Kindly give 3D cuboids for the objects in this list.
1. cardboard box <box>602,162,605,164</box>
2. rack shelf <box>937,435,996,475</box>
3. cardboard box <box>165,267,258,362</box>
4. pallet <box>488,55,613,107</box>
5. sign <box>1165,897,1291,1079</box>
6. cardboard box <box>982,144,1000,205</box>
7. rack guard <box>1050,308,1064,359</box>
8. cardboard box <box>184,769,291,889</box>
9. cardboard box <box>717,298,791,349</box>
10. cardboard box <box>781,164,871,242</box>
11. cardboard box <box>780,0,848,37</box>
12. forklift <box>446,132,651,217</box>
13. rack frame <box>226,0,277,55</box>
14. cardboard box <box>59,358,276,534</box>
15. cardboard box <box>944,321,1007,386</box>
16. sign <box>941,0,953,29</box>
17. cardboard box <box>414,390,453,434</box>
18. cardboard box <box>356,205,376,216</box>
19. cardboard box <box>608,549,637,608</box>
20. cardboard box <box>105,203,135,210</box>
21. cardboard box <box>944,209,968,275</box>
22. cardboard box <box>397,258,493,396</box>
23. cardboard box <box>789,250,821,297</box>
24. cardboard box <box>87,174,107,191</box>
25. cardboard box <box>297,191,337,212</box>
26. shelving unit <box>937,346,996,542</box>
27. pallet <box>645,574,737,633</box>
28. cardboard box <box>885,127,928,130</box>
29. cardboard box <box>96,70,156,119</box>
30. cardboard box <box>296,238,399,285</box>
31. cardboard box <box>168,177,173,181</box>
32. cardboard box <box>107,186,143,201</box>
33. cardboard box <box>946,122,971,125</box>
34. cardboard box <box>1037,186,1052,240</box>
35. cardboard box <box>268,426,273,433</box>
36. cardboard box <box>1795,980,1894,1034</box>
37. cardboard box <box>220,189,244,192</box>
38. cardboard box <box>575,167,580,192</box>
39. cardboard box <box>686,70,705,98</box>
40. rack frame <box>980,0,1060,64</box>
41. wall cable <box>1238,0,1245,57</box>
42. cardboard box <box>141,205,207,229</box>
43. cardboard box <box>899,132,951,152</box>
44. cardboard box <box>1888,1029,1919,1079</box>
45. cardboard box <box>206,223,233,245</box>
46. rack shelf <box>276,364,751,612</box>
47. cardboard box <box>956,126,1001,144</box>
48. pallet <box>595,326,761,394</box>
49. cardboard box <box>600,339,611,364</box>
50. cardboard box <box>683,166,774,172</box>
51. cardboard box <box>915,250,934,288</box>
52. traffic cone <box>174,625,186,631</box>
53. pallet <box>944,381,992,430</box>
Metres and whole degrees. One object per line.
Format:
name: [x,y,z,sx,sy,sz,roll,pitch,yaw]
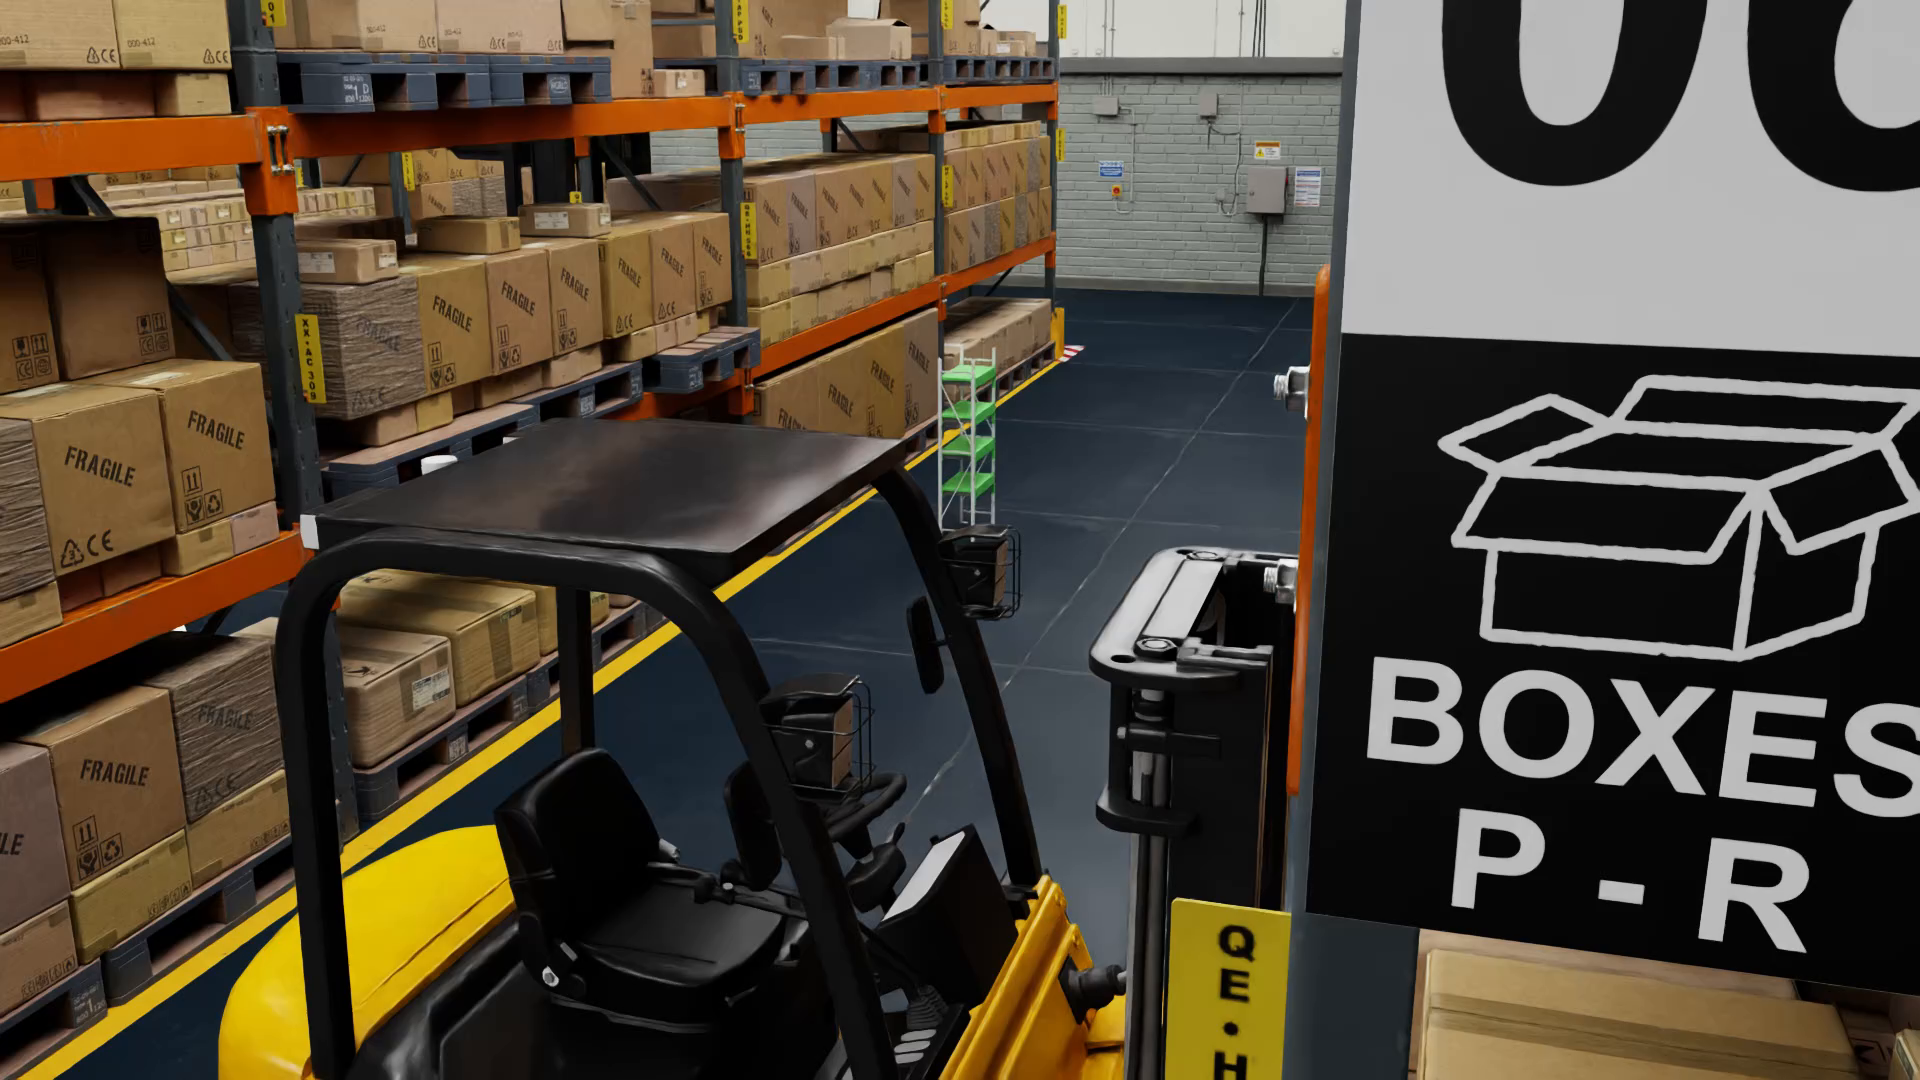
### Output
cardboard box: [-4.157,-4.316,17.990,0.500,0.500,0.500,4,16,15]
rack shelf: [0.047,-0.559,10.836,0.258,0.148,0.480,5,16,16]
cardboard box: [-2.990,-0.818,6.719,0.500,0.500,0.500,4,16,15]
pallet: [-2.332,-2.064,7.456,1.213,0.211,1.003,5,16,16]
sign: [0.206,0.427,1.270,0.100,0.325,0.005,5,16,16]
cardboard box: [0.046,-3.279,14.878,0.500,0.500,0.500,5,17,17]
rack guard: [0.516,-2.230,17.774,1.175,0.500,0.348,5,16,16]
cardboard box: [-2.811,1.010,6.041,0.500,0.250,0.500,5,17,18]
cardboard box: [-1.384,-1.369,10.435,0.500,0.250,0.500,4,16,15]
cardboard box: [-0.949,-2.368,11.667,0.500,0.500,0.500,5,17,17]
cardboard box: [-1.156,-3.864,12.507,0.500,0.500,0.500,4,16,15]
forklift: [-3.090,-2.017,12.570,3.031,2.935,1.130,11,19,34]
rack frame: [-2.901,-3.173,5.523,1.000,3.000,0.127,5,16,16]
cardboard box: [-2.789,-0.342,5.810,0.500,0.500,0.500,4,16,14]
cardboard box: [-0.092,-1.739,15.389,0.875,0.438,0.875,4,16,14]
sign: [-0.105,-4.183,13.059,0.100,0.325,0.005,5,16,16]
cardboard box: [-2.362,-0.552,6.970,0.380,0.149,0.250,5,17,17]
cardboard box: [-5.326,-2.842,14.497,0.380,0.149,0.250,5,17,18]
cardboard box: [-2.136,0.070,9.132,0.950,0.372,0.625,4,16,15]
cardboard box: [-6.545,-2.488,12.706,0.380,0.149,0.250,5,16,16]
cardboard box: [-0.243,-2.530,14.069,0.500,0.500,0.500,5,17,18]
cardboard box: [-2.351,-0.911,7.047,0.500,0.500,0.500,5,16,16]
cardboard box: [-1.236,-1.750,10.860,0.500,0.250,0.500,5,17,17]
cardboard box: [-9.457,-3.950,17.613,0.500,0.500,0.500,4,16,14]
cardboard box: [-5.480,-2.846,13.967,0.380,0.149,0.250,4,16,14]
shelving unit: [0.047,-0.621,10.818,0.258,1.200,0.503,5,16,16]
pallet: [-1.988,0.213,9.692,1.003,0.211,1.213,5,16,16]
cardboard box: [-0.495,-3.587,14.774,0.380,0.149,0.250,4,16,15]
cardboard box: [-2.854,-1.443,5.384,0.380,0.149,0.250,5,17,17]
cardboard box: [-2.428,-1.087,6.479,0.380,0.149,0.250,5,16,16]
cardboard box: [-9.388,-4.161,19.731,0.500,0.250,0.500,4,16,14]
cardboard box: [-9.309,-3.716,18.162,0.500,0.250,0.500,5,16,16]
cardboard box: [-0.105,-3.992,16.203,0.380,0.149,0.250,4,16,14]
cardboard box: [0.626,-3.327,16.880,0.500,0.500,0.500,5,17,16]
cardboard box: [-3.019,-0.524,6.869,0.380,0.149,0.250,5,17,17]
cardboard box: [1.155,0.580,1.916,0.380,0.149,0.250,4,16,15]
cardboard box: [-6.104,-2.896,14.145,0.380,0.149,0.250,5,17,16]
cardboard box: [-4.298,-3.703,17.658,0.500,0.500,0.500,4,16,15]
cardboard box: [-1.652,-2.556,9.309,0.380,0.149,0.250,5,16,16]
rack frame: [0.509,-6.312,16.592,1.000,3.000,0.127,5,16,16]
wall cable: [2.576,-7.763,21.708,2.355,3.000,0.029,5,16,16]
cardboard box: [-5.923,-2.438,12.529,0.380,0.149,0.250,5,17,18]
cardboard box: [-0.289,-3.283,13.703,0.380,0.149,0.250,4,16,15]
cardboard box: [1.023,0.569,1.407,0.380,0.149,0.250,4,16,15]
cardboard box: [-5.845,-2.362,12.807,0.380,0.149,0.250,4,16,15]
rack shelf: [-2.333,-0.464,8.285,1.077,0.370,4.000,5,16,16]
cardboard box: [0.162,-3.680,15.102,0.380,0.149,0.250,5,16,16]
pallet: [-1.865,-1.046,9.371,1.213,0.211,1.003,5,16,16]
cardboard box: [-2.004,-0.971,8.445,0.380,0.149,0.250,5,17,16]
cardboard box: [-1.583,-2.282,11.362,0.500,0.500,0.500,5,16,16]
cardboard box: [-0.513,-2.170,13.259,0.500,0.250,0.500,4,16,15]
traffic cone: [-3.891,0.501,8.215,0.336,0.463,0.334,5,16,16]
pallet: [-0.336,-1.231,14.782,1.003,0.211,1.213,5,16,16]
